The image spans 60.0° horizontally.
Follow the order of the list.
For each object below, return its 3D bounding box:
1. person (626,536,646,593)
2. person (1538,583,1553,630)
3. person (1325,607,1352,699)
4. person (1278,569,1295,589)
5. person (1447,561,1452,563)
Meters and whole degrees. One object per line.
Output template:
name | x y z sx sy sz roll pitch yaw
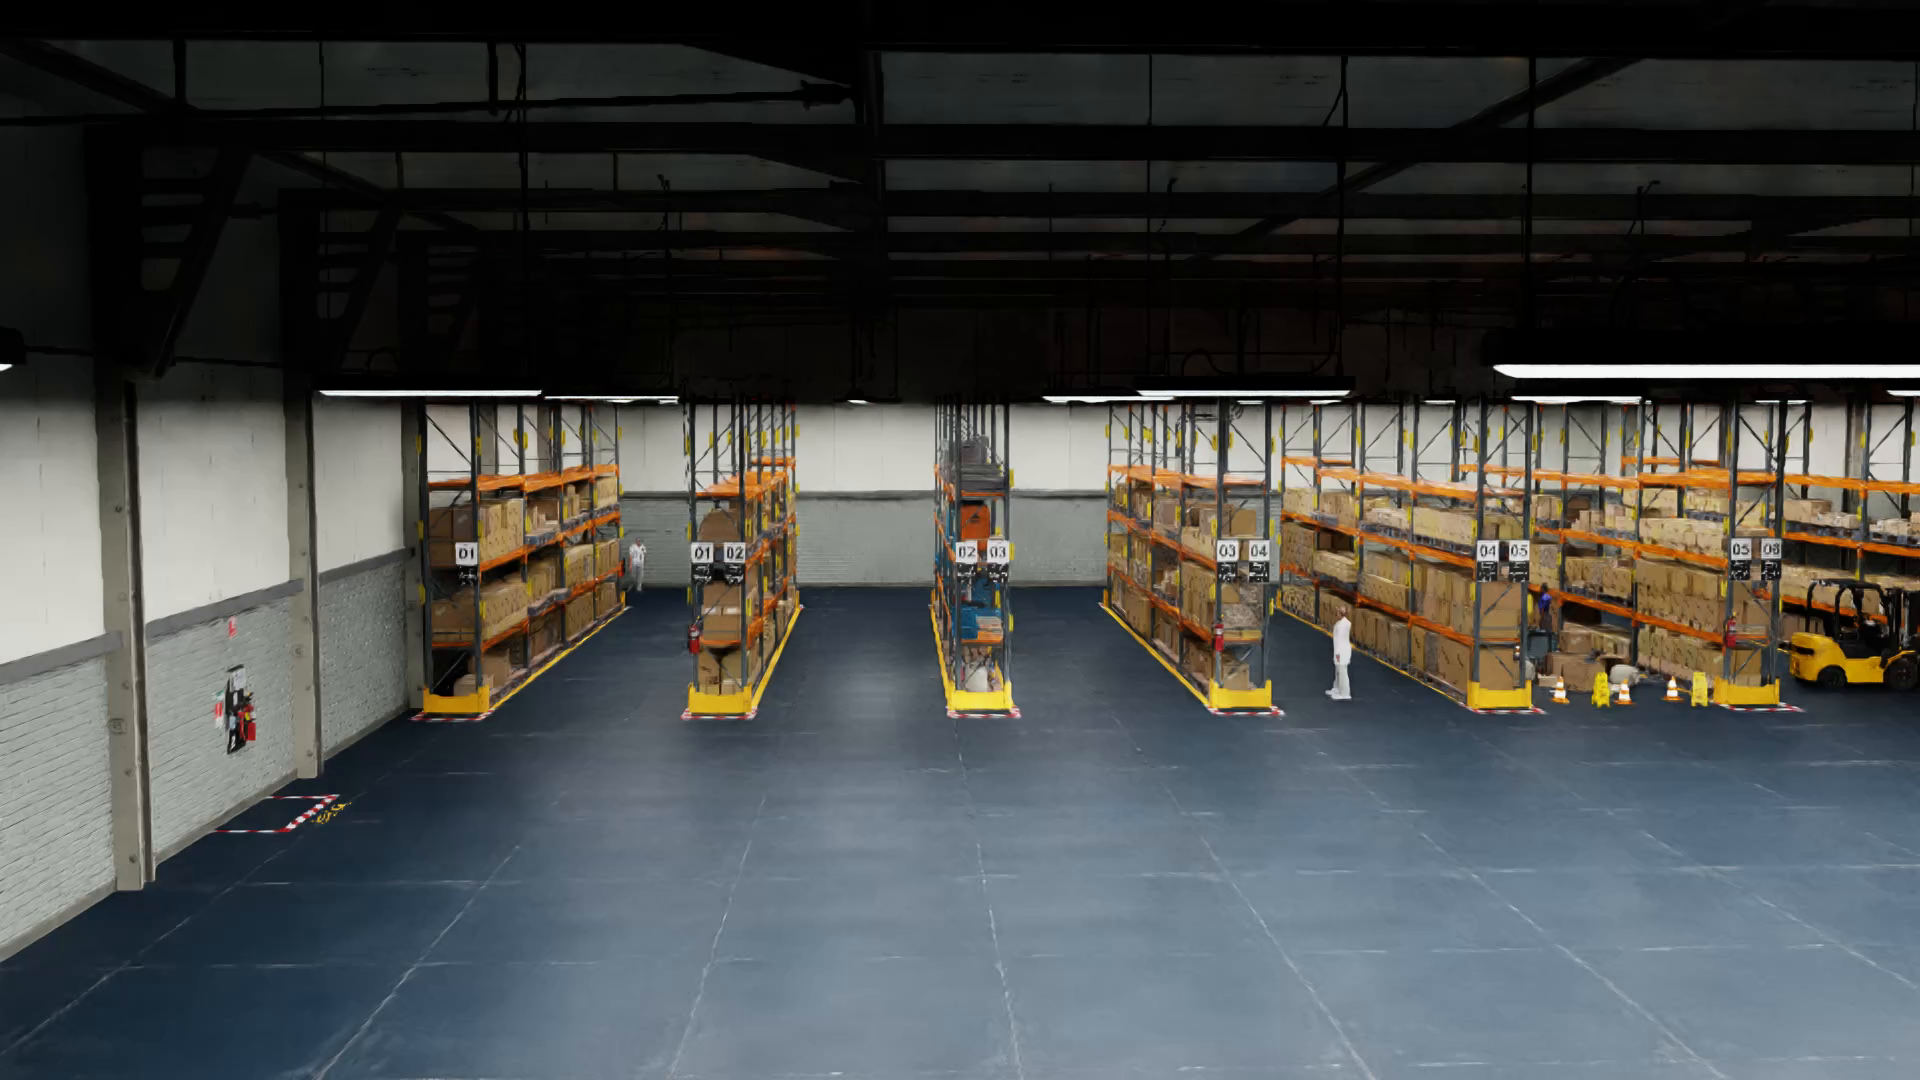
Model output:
person | -10.000 0.749 51.283 0.591 1.745 0.562 -4 6 -38
person | 13.476 1.806 38.436 0.554 1.651 0.581 2 5 22
person | 7.450 2.201 32.697 0.544 1.782 0.636 2 5 27
person | 10.256 0.759 51.999 0.531 1.600 0.945 2 5 19
person | 13.297 1.213 45.139 0.583 1.763 0.694 1 5 8
